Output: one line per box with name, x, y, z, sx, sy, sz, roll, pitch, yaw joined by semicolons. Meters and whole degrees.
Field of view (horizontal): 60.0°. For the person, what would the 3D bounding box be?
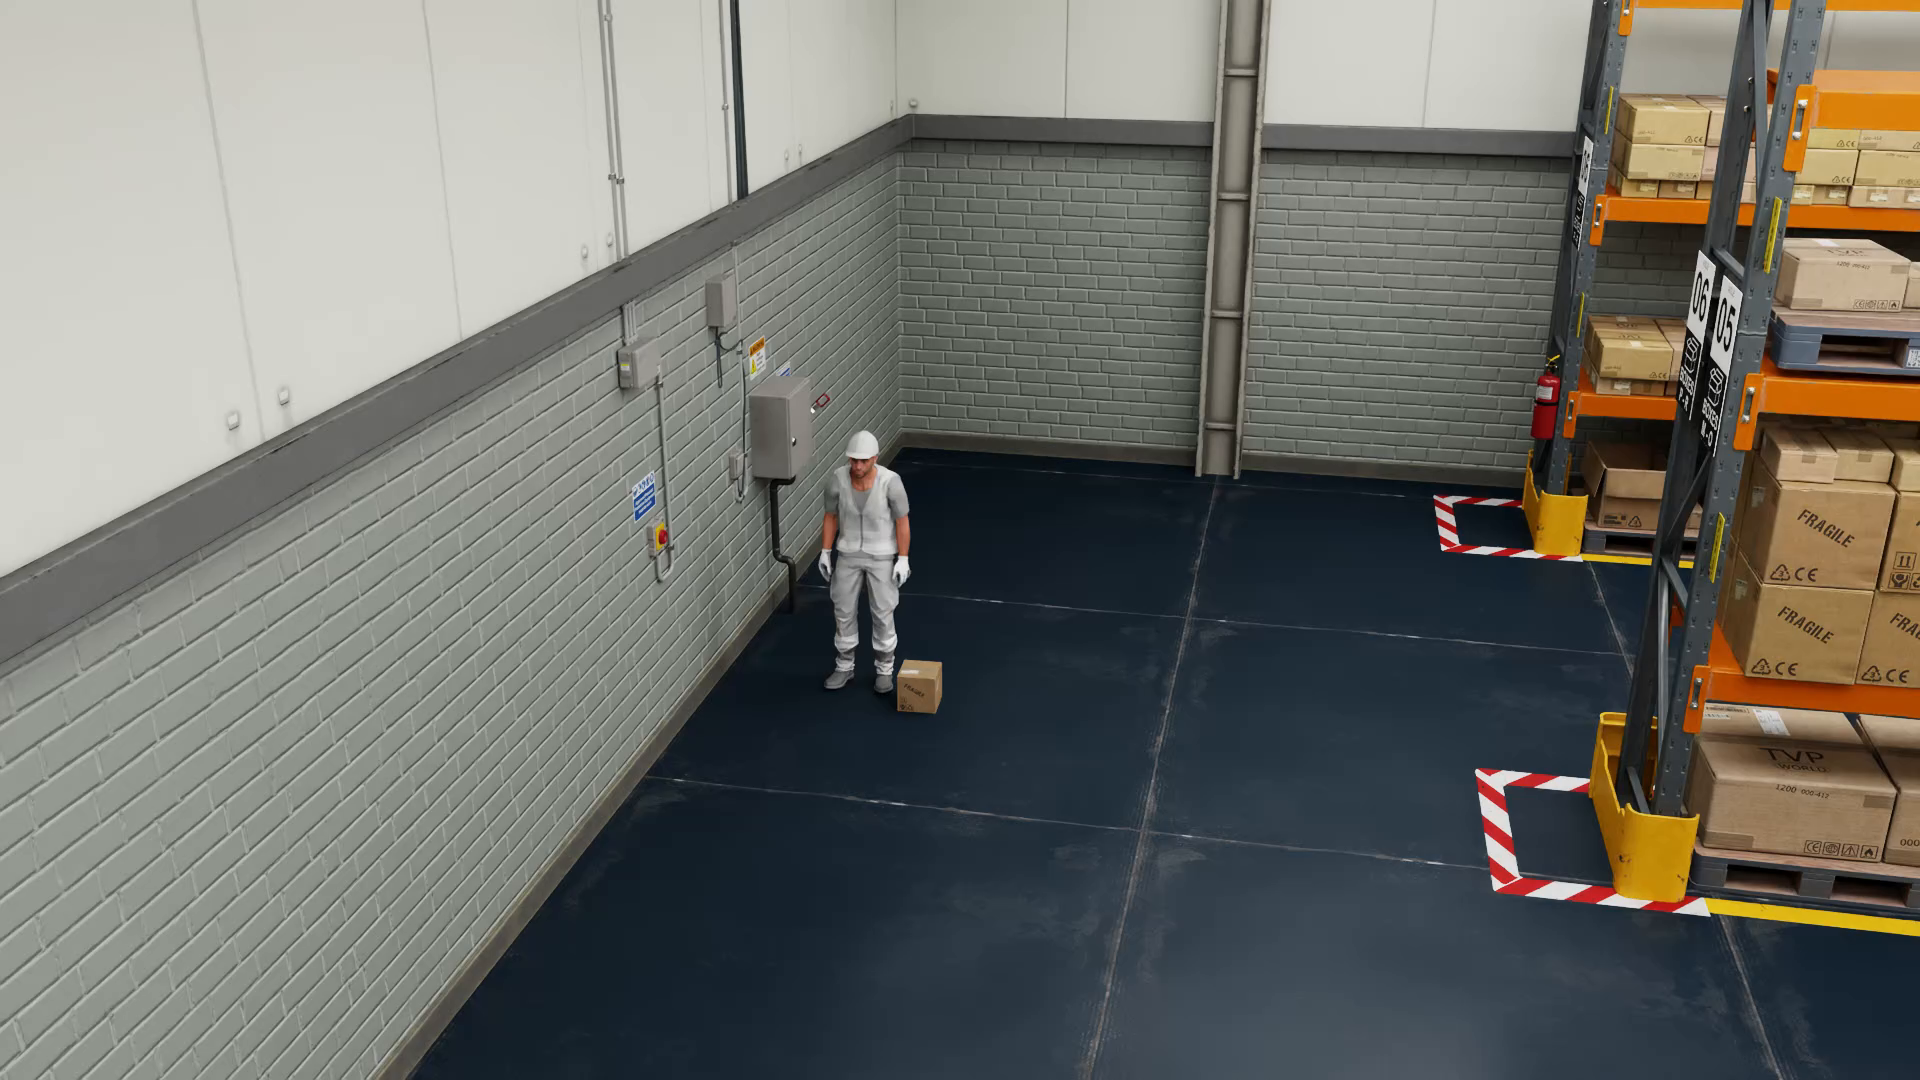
person;-0.616;0.131;10.730;0.607;1.779;0.452;4;22;11
